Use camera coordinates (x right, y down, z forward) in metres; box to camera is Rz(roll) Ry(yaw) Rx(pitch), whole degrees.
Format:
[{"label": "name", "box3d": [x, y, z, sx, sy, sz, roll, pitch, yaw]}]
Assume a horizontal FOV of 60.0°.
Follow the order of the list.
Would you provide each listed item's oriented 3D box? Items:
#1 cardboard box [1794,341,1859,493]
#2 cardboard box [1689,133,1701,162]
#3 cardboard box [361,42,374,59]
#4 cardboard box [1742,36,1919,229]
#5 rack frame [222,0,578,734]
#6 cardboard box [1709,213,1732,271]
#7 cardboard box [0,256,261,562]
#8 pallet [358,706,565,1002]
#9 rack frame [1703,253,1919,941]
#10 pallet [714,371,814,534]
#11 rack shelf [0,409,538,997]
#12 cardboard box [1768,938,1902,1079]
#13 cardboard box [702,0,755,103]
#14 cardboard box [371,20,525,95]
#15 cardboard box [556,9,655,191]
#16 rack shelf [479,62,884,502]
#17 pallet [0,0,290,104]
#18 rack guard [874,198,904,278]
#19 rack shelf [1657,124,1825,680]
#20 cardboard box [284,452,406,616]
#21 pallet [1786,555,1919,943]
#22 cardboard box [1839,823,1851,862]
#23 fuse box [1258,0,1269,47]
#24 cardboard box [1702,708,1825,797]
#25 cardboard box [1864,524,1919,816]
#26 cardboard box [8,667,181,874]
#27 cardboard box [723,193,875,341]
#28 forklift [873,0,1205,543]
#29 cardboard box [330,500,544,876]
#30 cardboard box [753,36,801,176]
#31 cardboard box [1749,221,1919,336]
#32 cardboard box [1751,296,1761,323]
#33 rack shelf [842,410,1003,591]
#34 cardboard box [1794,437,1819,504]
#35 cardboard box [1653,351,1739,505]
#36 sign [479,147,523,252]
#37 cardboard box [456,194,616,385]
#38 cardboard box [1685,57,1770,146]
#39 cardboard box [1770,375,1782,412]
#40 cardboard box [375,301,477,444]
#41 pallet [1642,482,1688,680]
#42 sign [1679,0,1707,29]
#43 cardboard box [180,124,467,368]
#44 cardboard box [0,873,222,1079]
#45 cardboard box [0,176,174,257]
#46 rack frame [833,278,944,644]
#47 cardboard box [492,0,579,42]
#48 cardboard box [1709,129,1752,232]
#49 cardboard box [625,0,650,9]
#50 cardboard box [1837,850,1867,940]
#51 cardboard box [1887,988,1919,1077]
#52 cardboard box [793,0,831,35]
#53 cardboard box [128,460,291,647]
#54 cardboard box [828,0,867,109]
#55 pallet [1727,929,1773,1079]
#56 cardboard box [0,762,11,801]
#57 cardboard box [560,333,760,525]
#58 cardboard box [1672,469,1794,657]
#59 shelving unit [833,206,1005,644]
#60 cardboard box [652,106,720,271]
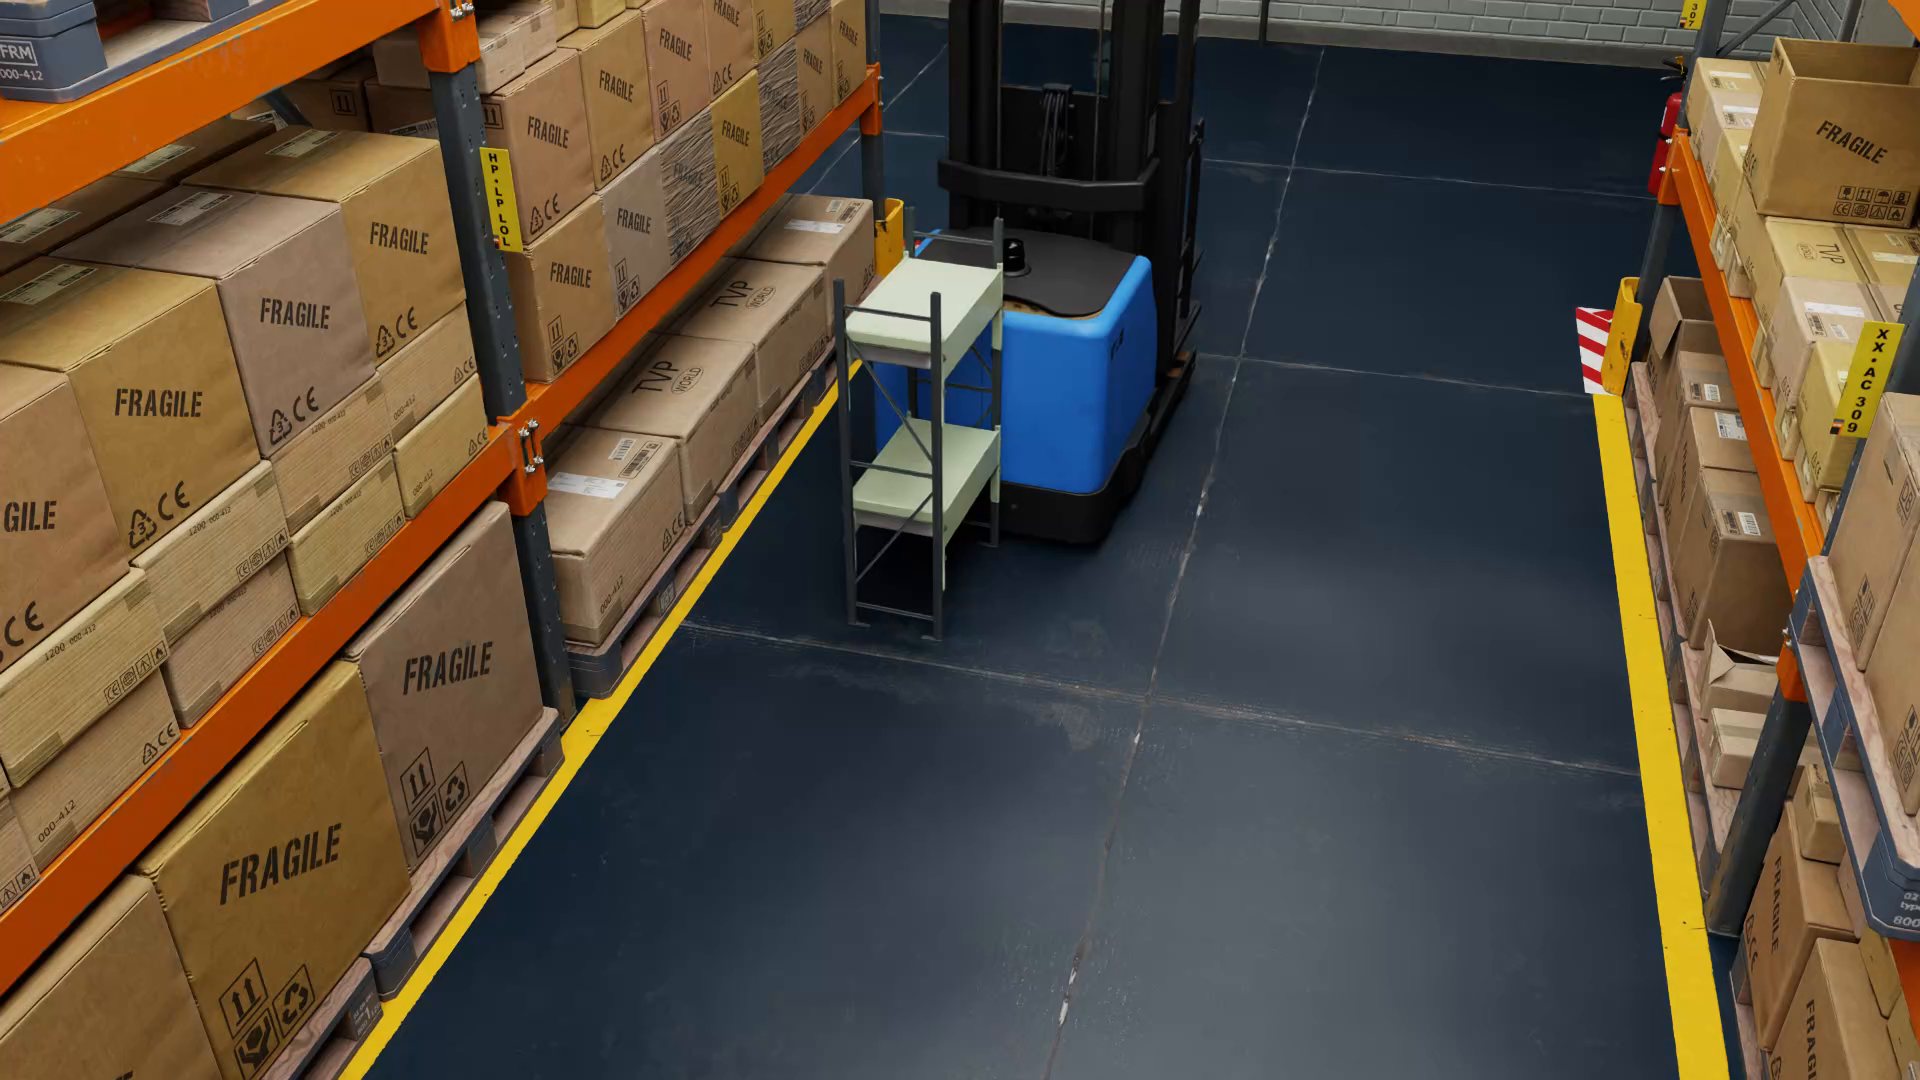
[{"label": "cardboard box", "box3d": [2.764, -0.337, 4.846, 0.500, 0.250, 0.500, 9, 33, 14]}, {"label": "cardboard box", "box3d": [3.537, -1.813, 7.541, 0.380, 0.149, 0.250, 8, 33, 12]}, {"label": "cardboard box", "box3d": [-1.989, -1.714, 5.520, 0.380, 0.149, 0.250, 9, 33, 14]}, {"label": "cardboard box", "box3d": [3.130, -1.454, 5.905, 0.500, 0.500, 0.500, 9, 34, 14]}, {"label": "rack frame", "box3d": [-1.931, -0.651, 5.478, 1.000, 3.000, 0.127, 8, 33, 12]}, {"label": "cardboard box", "box3d": [3.162, -1.152, 6.500, 0.380, 0.149, 0.250, 7, 33, 11]}, {"label": "cardboard box", "box3d": [-2.073, -0.319, 3.931, 0.500, 0.500, 0.500, 9, 34, 14]}, {"label": "pallet", "box3d": [-2.054, 0.937, 5.580, 1.003, 0.211, 1.213, 8, 33, 12]}, {"label": "rack frame", "box3d": [2.871, 0.023, 4.418, 1.000, 3.000, 0.127, 8, 33, 12]}, {"label": "pallet", "box3d": [-1.355, -0.493, 7.829, 1.003, 0.211, 1.213, 8, 33, 12]}, {"label": "rack shelf", "box3d": [-2.439, 0.691, 4.038, 1.077, 0.370, 4.000, 8, 33, 12]}, {"label": "cardboard box", "box3d": [2.405, 1.399, 4.192, 0.500, 0.500, 0.500, 8, 33, 12]}, {"label": "cardboard box", "box3d": [-1.170, -2.116, 6.757, 0.500, 0.500, 0.500, 8, 33, 12]}, {"label": "cardboard box", "box3d": [-1.600, -1.517, 5.211, 0.380, 0.149, 0.250, 8, 33, 12]}, {"label": "cardboard box", "box3d": [-1.442, -1.590, 5.930, 0.500, 0.500, 0.500, 8, 33, 12]}, {"label": "rack shelf", "box3d": [-1.423, -1.385, 7.303, 1.077, 0.370, 4.000, 8, 33, 12]}, {"label": "pallet", "box3d": [-2.116, -1.353, 3.965, 0.805, 0.209, 1.217, 7, 33, 10]}, {"label": "rack guard", "box3d": [-0.910, -1.684, 9.433, 1.175, 0.500, 0.348, 8, 33, 12]}, {"label": "rack shelf", "box3d": [3.379, -0.711, 6.243, 1.077, 0.370, 4.000, 8, 33, 12]}, {"label": "cardboard box", "box3d": [-1.931, -0.056, 4.682, 0.500, 0.250, 0.500, 8, 33, 12]}, {"label": "pallet", "box3d": [2.563, 0.504, 3.840, 1.003, 0.211, 1.213, 8, 33, 12]}, {"label": "cardboard box", "box3d": [2.503, 0.793, 4.264, 0.380, 0.149, 0.250, 6, 33, 10]}, {"label": "fuse box", "box3d": [2.487, -4.750, 13.127, 0.539, 1.711, 0.414, 8, 33, 12]}, {"label": "cardboard box", "box3d": [2.728, 0.720, 5.588, 0.380, 0.149, 0.250, 7, 33, 11]}, {"label": "cardboard box", "box3d": [2.401, 0.293, 3.509, 0.700, 0.500, 0.500, 8, 33, 13]}, {"label": "cardboard box", "box3d": [-2.205, 0.472, 3.852, 0.500, 0.250, 0.500, 8, 33, 12]}, {"label": "cardboard box", "box3d": [-0.987, -1.466, 8.757, 0.875, 0.438, 0.875, 7, 33, 11]}, {"label": "forklift", "box3d": [0.573, -2.005, 7.672, 1.130, 2.935, 3.031, 10, 34, 16]}, {"label": "cardboard box", "box3d": [-2.011, 0.401, 5.412, 0.875, 0.875, 0.875, 9, 34, 14]}, {"label": "cardboard box", "box3d": [-1.045, -1.956, 7.437, 0.500, 0.500, 0.500, 9, 34, 14]}, {"label": "cardboard box", "box3d": [3.017, -0.856, 5.662, 0.500, 0.250, 0.500, 8, 33, 12]}, {"label": "cardboard box", "box3d": [3.117, -0.869, 6.055, 0.380, 0.149, 0.250, 8, 33, 12]}, {"label": "rack shelf", "box3d": [-0.141, -0.172, 6.731, 0.431, 0.370, 0.720, 10, 34, 16]}, {"label": "cardboard box", "box3d": [2.753, -0.209, 5.017, 0.380, 0.149, 0.250, 9, 34, 14]}, {"label": "cardboard box", "box3d": [3.385, -0.432, 7.072, 0.700, 0.500, 0.500, 9, 34, 14]}, {"label": "sign", "box3d": [-1.404, -1.037, 5.080, 0.100, 0.325, 0.005, 8, 33, 12]}, {"label": "cardboard box", "box3d": [-1.559, -0.901, 5.778, 0.500, 0.500, 0.500, 9, 34, 14]}, {"label": "cardboard box", "box3d": [3.511, -1.916, 7.331, 0.500, 0.250, 0.500, 8, 33, 13]}, {"label": "cardboard box", "box3d": [2.888, -0.479, 5.442, 0.380, 0.149, 0.250, 9, 34, 14]}, {"label": "cardboard box", "box3d": [-1.808, -0.537, 4.972, 0.500, 0.250, 0.500, 8, 33, 12]}, {"label": "pallet", "box3d": [3.354, 0.209, 6.725, 1.003, 0.211, 1.213, 8, 33, 12]}, {"label": "sign", "box3d": [3.361, -2.492, 7.567, 0.100, 0.325, 0.005, 8, 33, 12]}, {"label": "cardboard box", "box3d": [-1.801, -0.849, 4.764, 0.500, 0.500, 0.500, 9, 34, 14]}, {"label": "cardboard box", "box3d": [-2.460, 1.335, 3.943, 0.875, 0.875, 0.875, 8, 33, 13]}, {"label": "cardboard box", "box3d": [-2.423, -0.658, 4.464, 0.500, 0.500, 0.500, 8, 33, 12]}, {"label": "rack frame", "box3d": [-0.258, -0.262, 6.263, 0.400, 1.500, 0.023, 10, 34, 16]}, {"label": "cardboard box", "box3d": [-1.526, -1.791, 5.641, 0.380, 0.149, 0.250, 8, 33, 12]}, {"label": "cardboard box", "box3d": [3.257, -1.391, 6.505, 0.500, 0.250, 0.500, 7, 33, 11]}, {"label": "cardboard box", "box3d": [-1.308, -2.045, 6.041, 0.380, 0.149, 0.250, 7, 33, 11]}, {"label": "cardboard box", "box3d": [2.527, 0.931, 4.323, 0.380, 0.149, 0.250, 7, 33, 11]}, {"label": "cardboard box", "box3d": [2.417, 1.210, 3.885, 0.380, 0.149, 0.250, 7, 33, 12]}, {"label": "cardboard box", "box3d": [-0.912, -2.633, 7.570, 0.500, 0.500, 0.500, 8, 33, 13]}, {"label": "cardboard box", "box3d": [-2.053, -0.007, 4.138, 0.500, 0.250, 0.500, 9, 33, 14]}, {"label": "cardboard box", "box3d": [-0.782, -2.482, 8.266, 0.500, 0.500, 0.500, 8, 33, 13]}, {"label": "pallet", "box3d": [2.701, 1.627, 4.494, 1.003, 0.211, 1.213, 8, 33, 12]}, {"label": "cardboard box", "box3d": [-2.308, 0.523, 3.305, 0.500, 0.250, 0.500, 8, 33, 12]}, {"label": "cardboard box", "box3d": [-1.441, -0.523, 7.273, 0.875, 0.438, 0.875, 7, 33, 11]}, {"label": "cardboard box", "box3d": [3.121, 0.107, 6.225, 0.700, 0.500, 0.500, 7, 33, 11]}, {"label": "shelving unit", "box3d": [-0.141, -0.448, 6.556, 0.431, 1.500, 0.755, 10, 34, 16]}, {"label": "cardboard box", "box3d": [-1.295, -1.419, 6.592, 0.500, 0.500, 0.500, 8, 33, 13]}]
